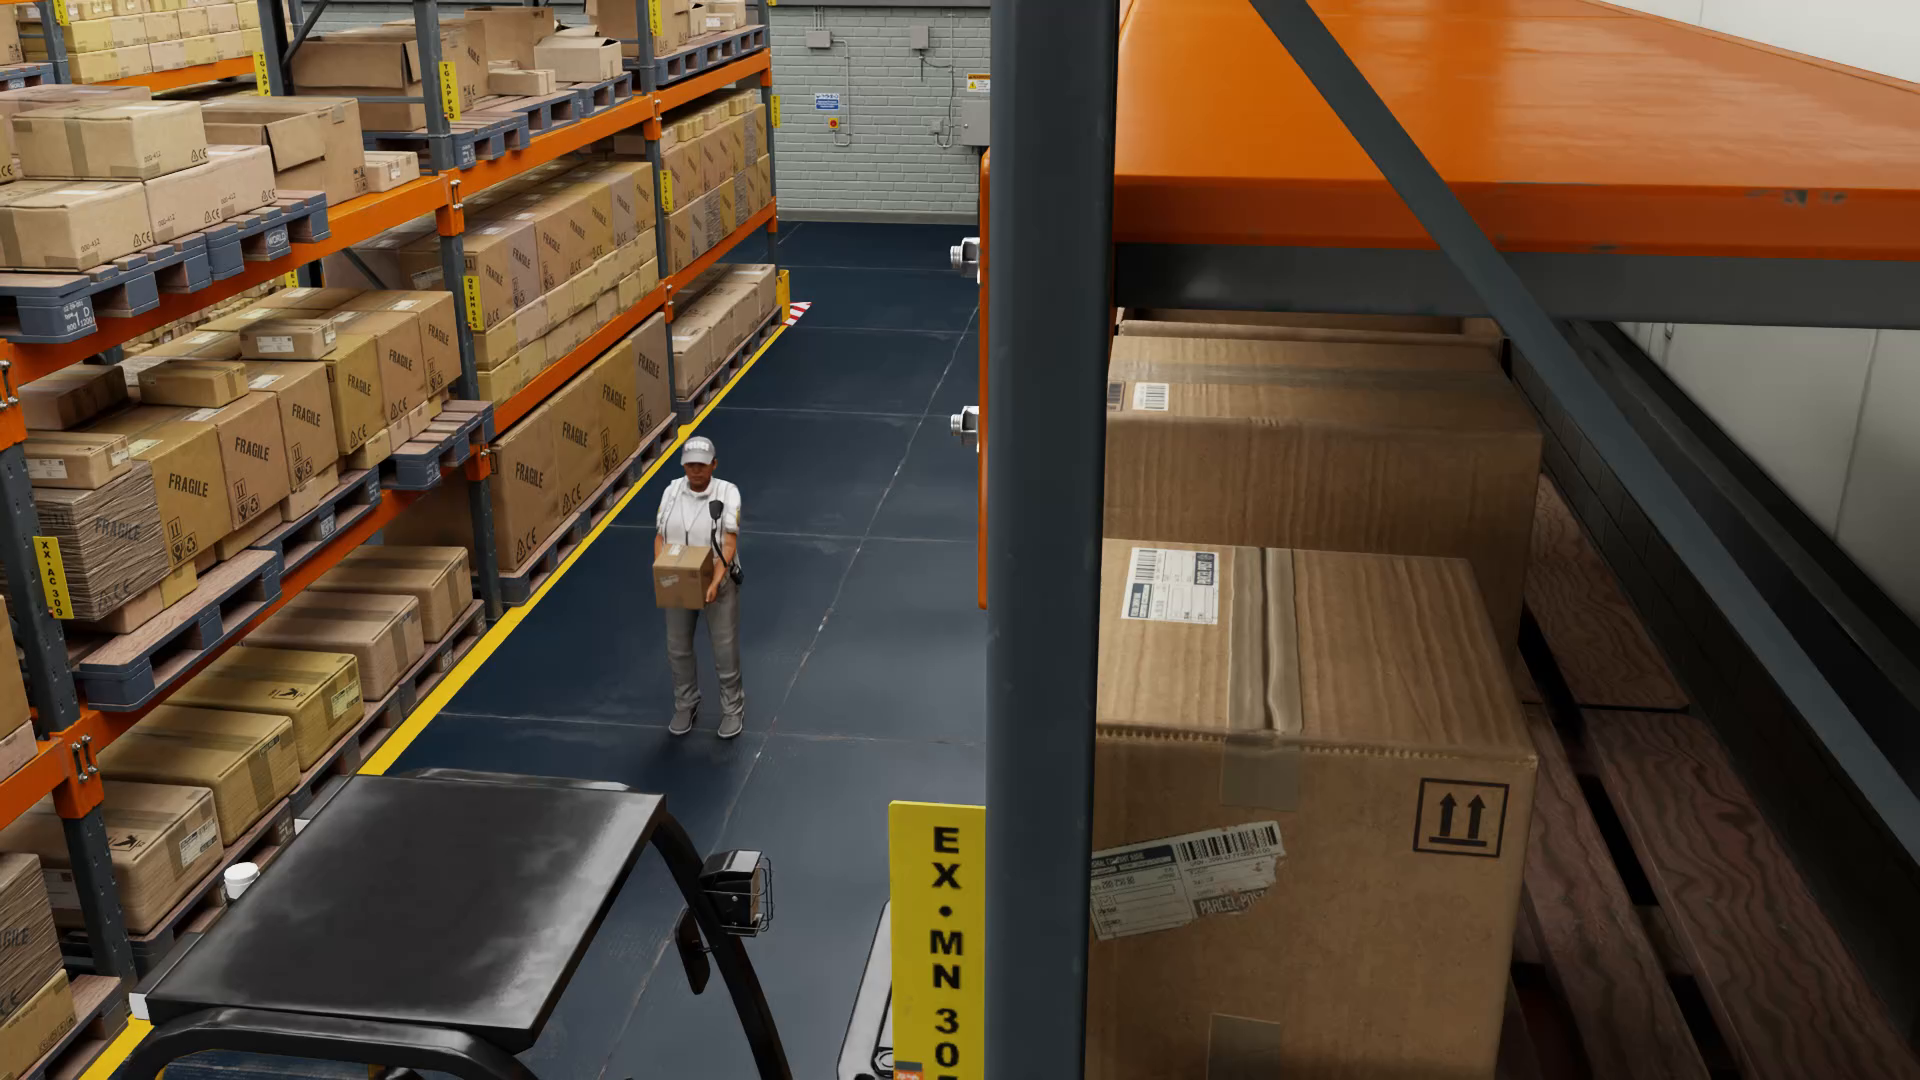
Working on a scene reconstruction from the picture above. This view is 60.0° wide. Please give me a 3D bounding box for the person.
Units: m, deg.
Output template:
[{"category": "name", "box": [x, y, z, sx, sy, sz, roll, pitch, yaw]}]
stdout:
[{"category": "person", "box": [-1.397, 0.272, 8.898, 0.453, 1.653, 0.535, 3, 21, 7]}]
